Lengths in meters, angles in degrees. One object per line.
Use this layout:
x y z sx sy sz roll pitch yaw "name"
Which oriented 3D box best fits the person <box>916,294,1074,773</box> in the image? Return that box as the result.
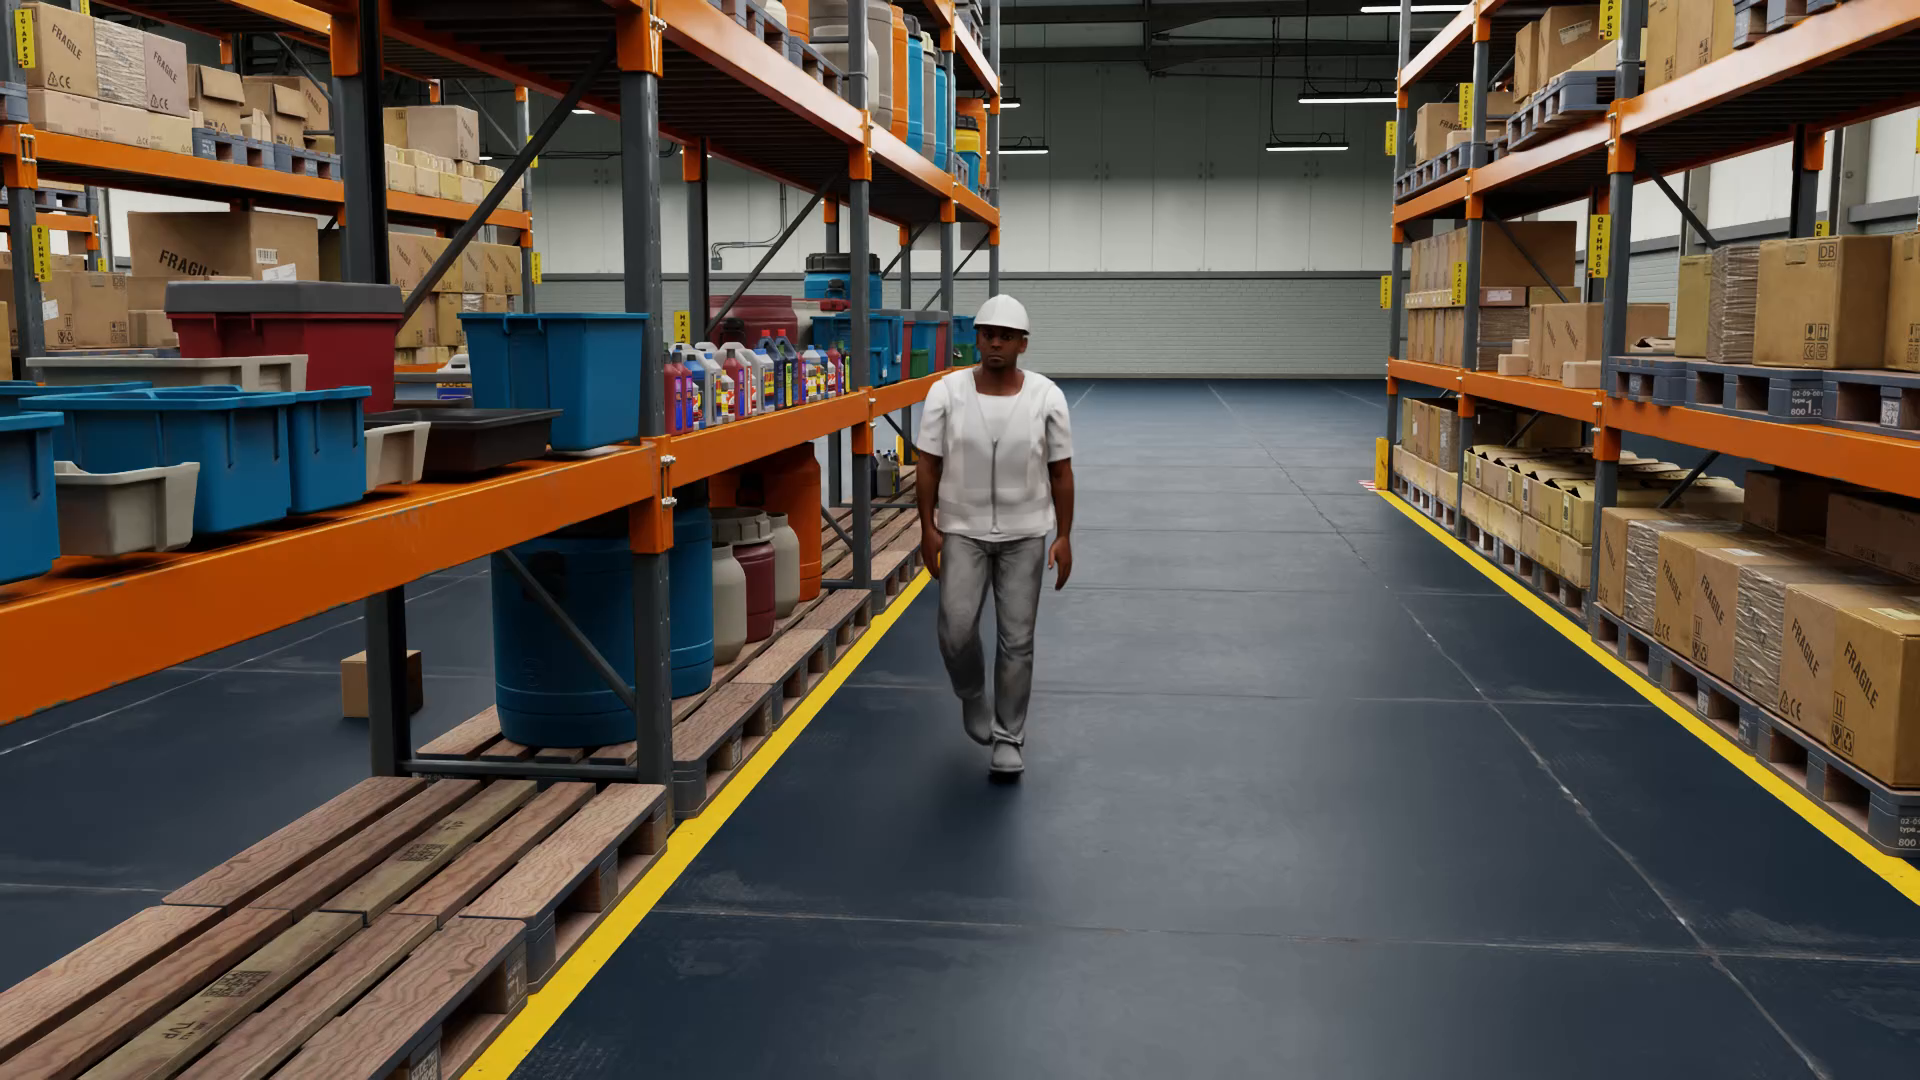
0.129 -0.023 6.177 0.585 1.757 0.531 0 8 1 "person"
